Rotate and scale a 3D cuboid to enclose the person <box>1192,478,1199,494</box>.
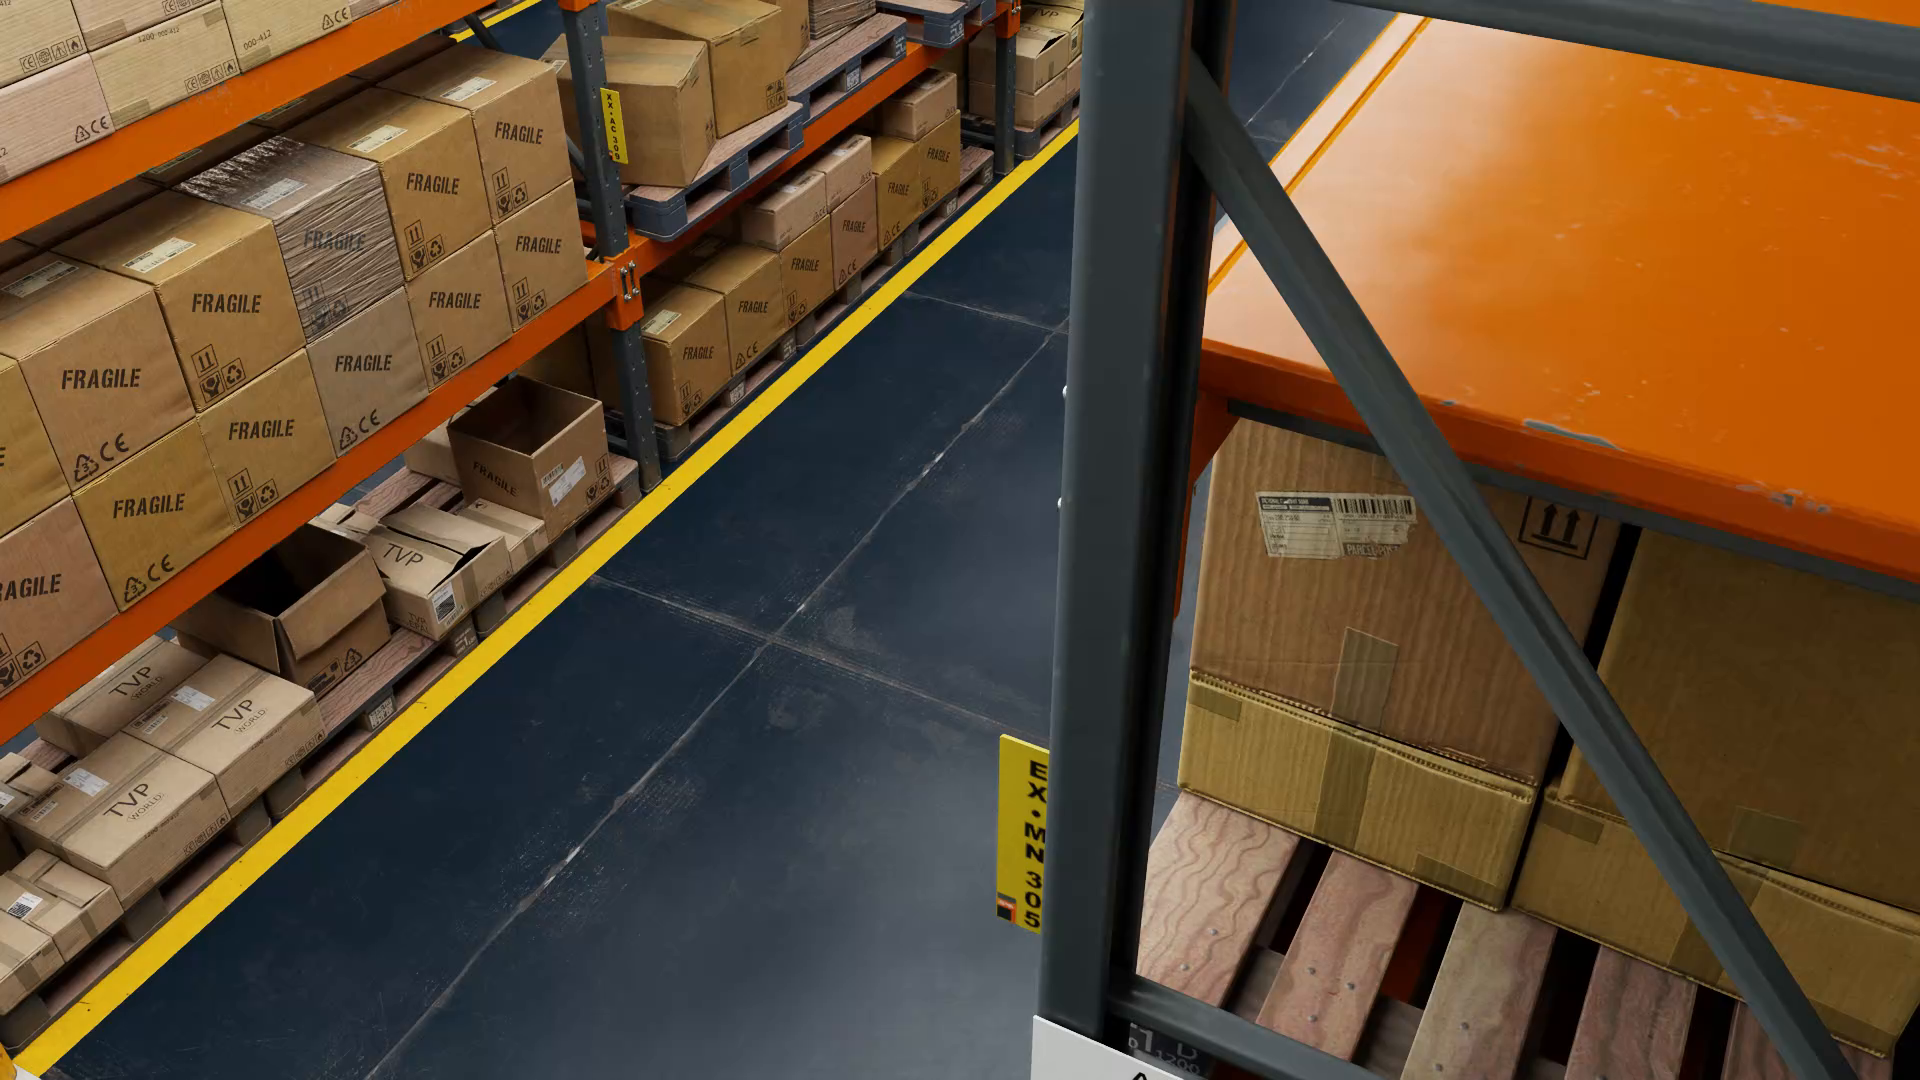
[{"bbox_3d":[0.900,-0.615,7.440,0.552,1.610,0.843,19,42,22],"label":"person"}]
